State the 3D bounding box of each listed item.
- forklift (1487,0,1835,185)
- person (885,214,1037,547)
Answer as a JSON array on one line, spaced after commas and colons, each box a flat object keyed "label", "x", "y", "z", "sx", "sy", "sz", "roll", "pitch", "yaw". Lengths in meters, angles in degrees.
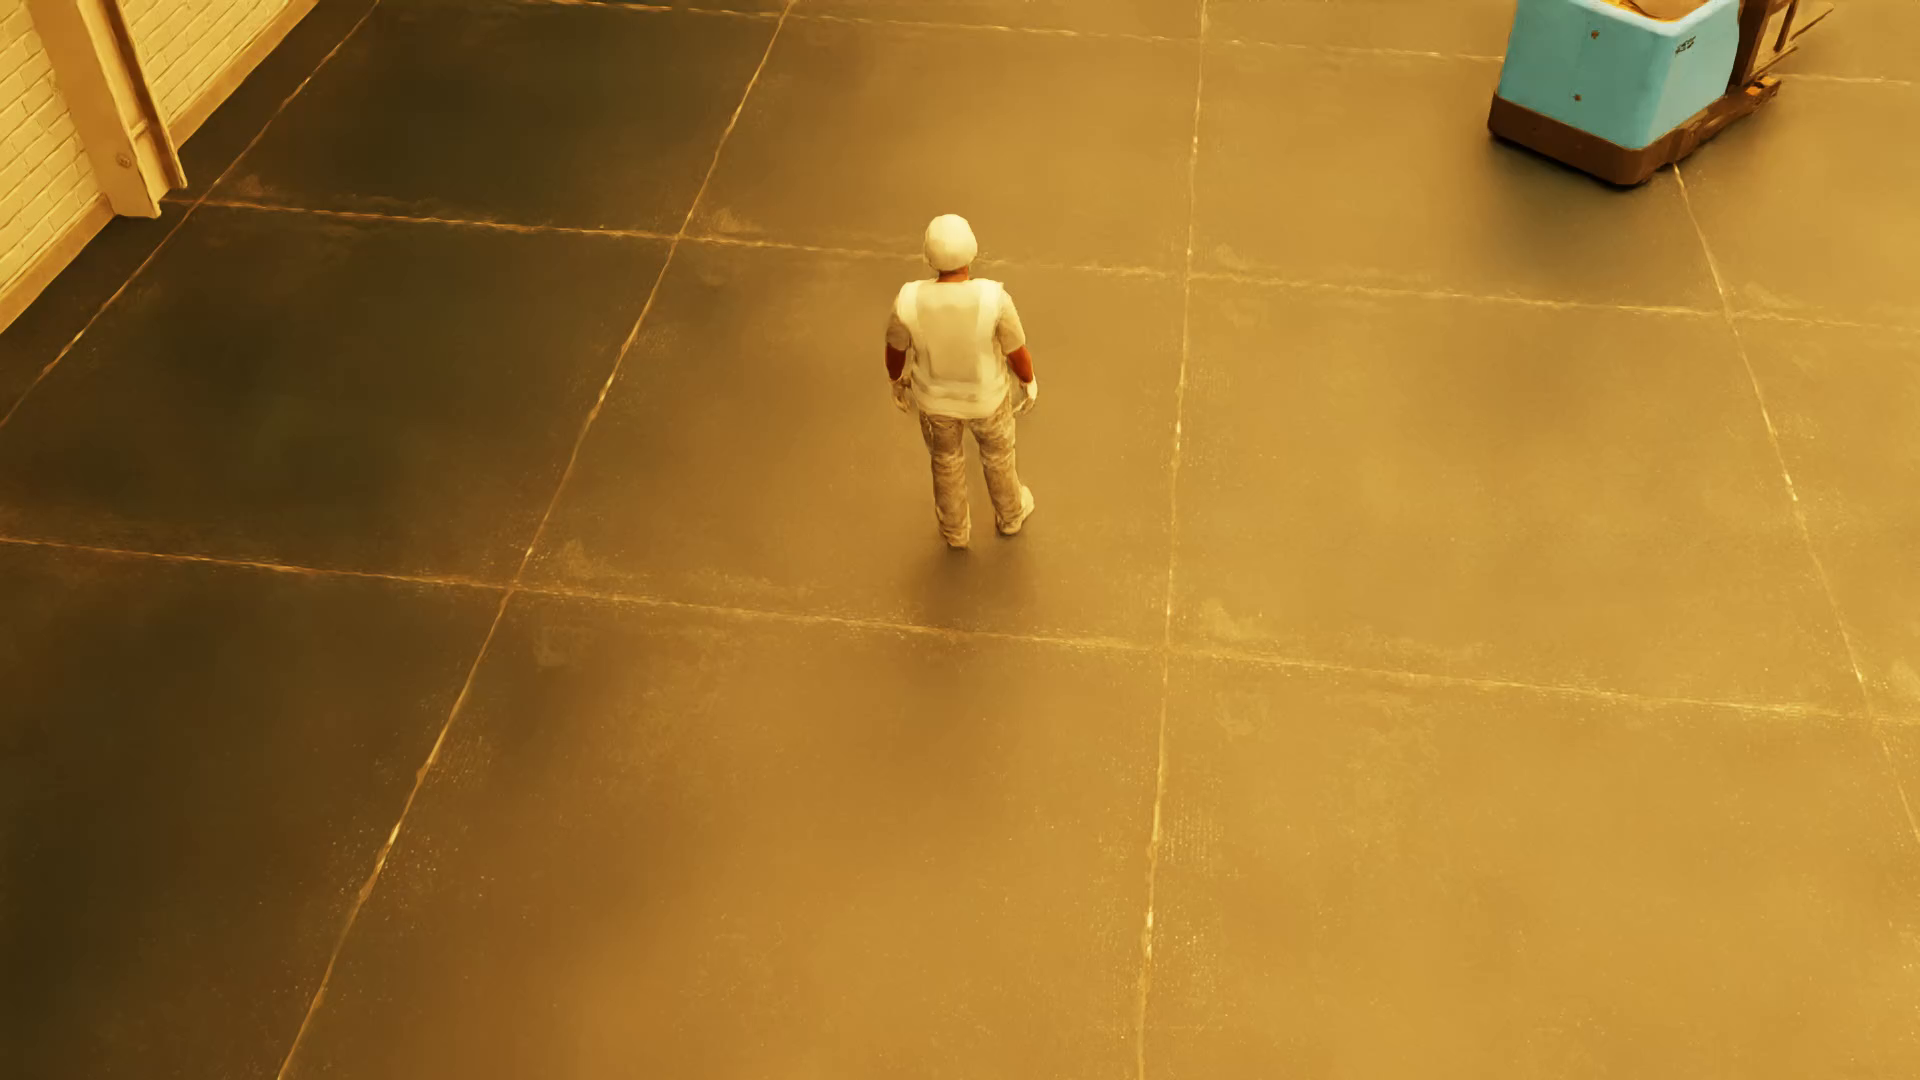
[{"label": "forklift", "x": 4.796, "y": -4.124, "z": 10.214, "sx": 3.031, "sy": 2.935, "sz": 1.130, "roll": -33, "pitch": 52, "yaw": -30}, {"label": "person", "x": 0.017, "y": -0.709, "z": 7.335, "sx": 0.655, "sy": 1.782, "sz": 0.576, "roll": 5, "pitch": 43, "yaw": 6}]
